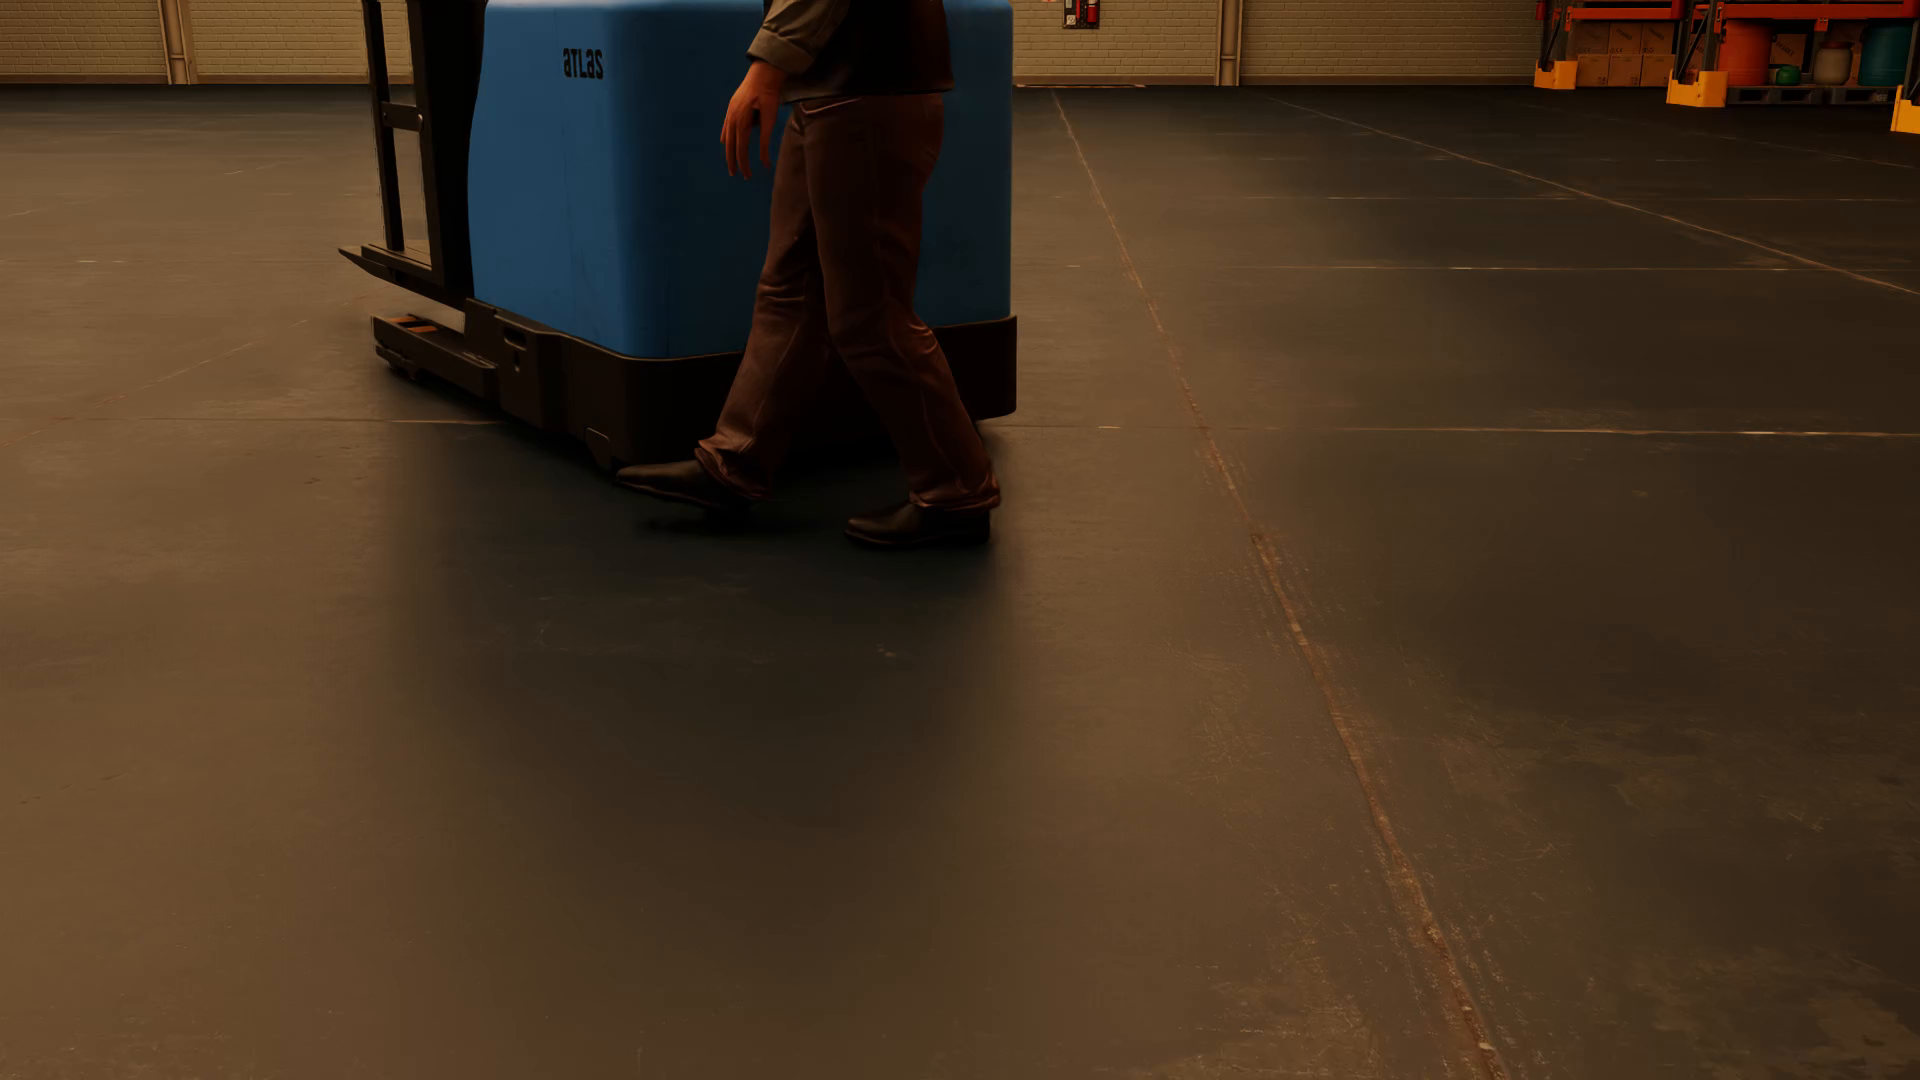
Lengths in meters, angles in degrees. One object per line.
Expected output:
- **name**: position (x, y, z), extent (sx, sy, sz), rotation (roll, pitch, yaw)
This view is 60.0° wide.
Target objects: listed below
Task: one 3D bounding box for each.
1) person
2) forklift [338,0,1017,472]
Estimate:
- **person**: position (-0.313, -0.818, 3.159), extent (0.785, 1.693, 0.707), rotation (-2, 17, -7)
- **forklift**: position (-1.111, -1.933, 4.654), extent (1.130, 2.935, 3.031), rotation (-12, 21, -33)
